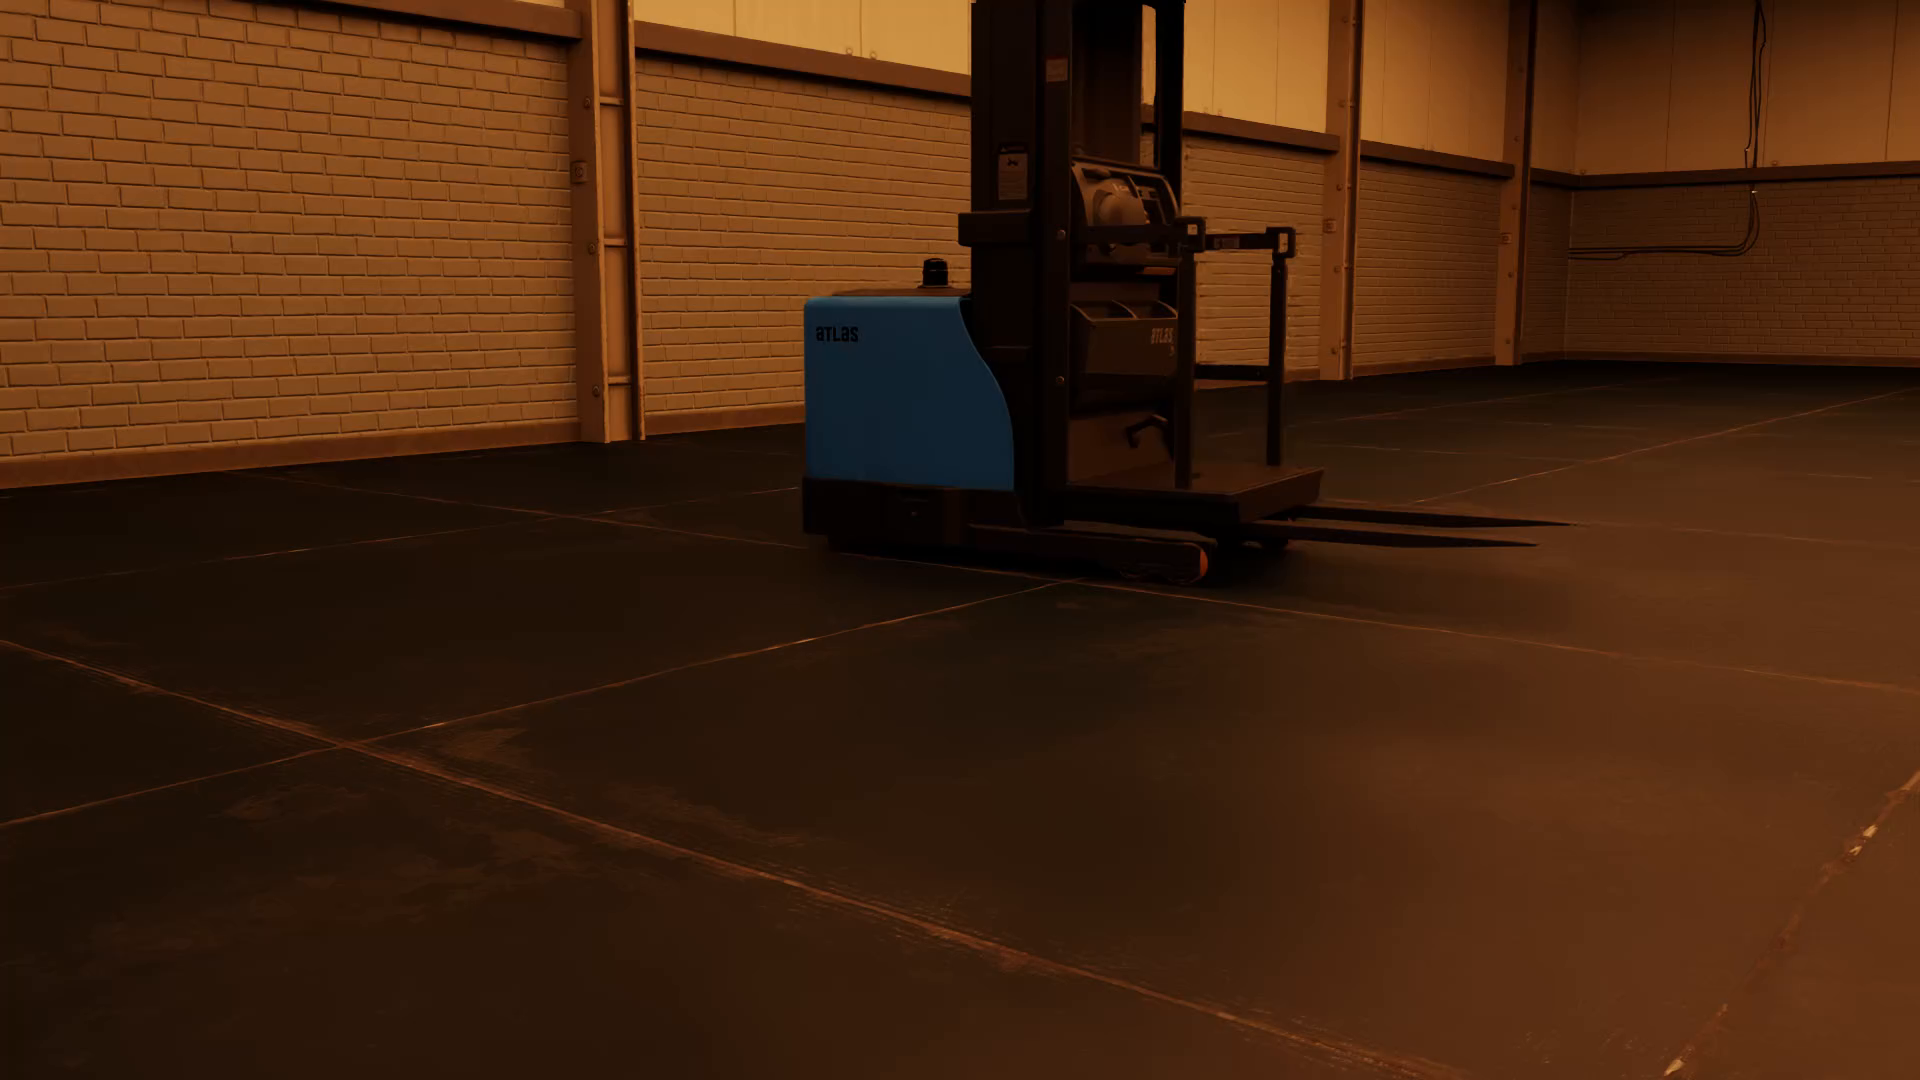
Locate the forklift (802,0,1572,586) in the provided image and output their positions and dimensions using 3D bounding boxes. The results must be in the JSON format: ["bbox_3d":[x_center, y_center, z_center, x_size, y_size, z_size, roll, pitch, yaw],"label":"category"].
[{"bbox_3d":[0.857,-1.367,6.622,3.031,2.935,1.130,5,10,30],"label":"forklift"}]
